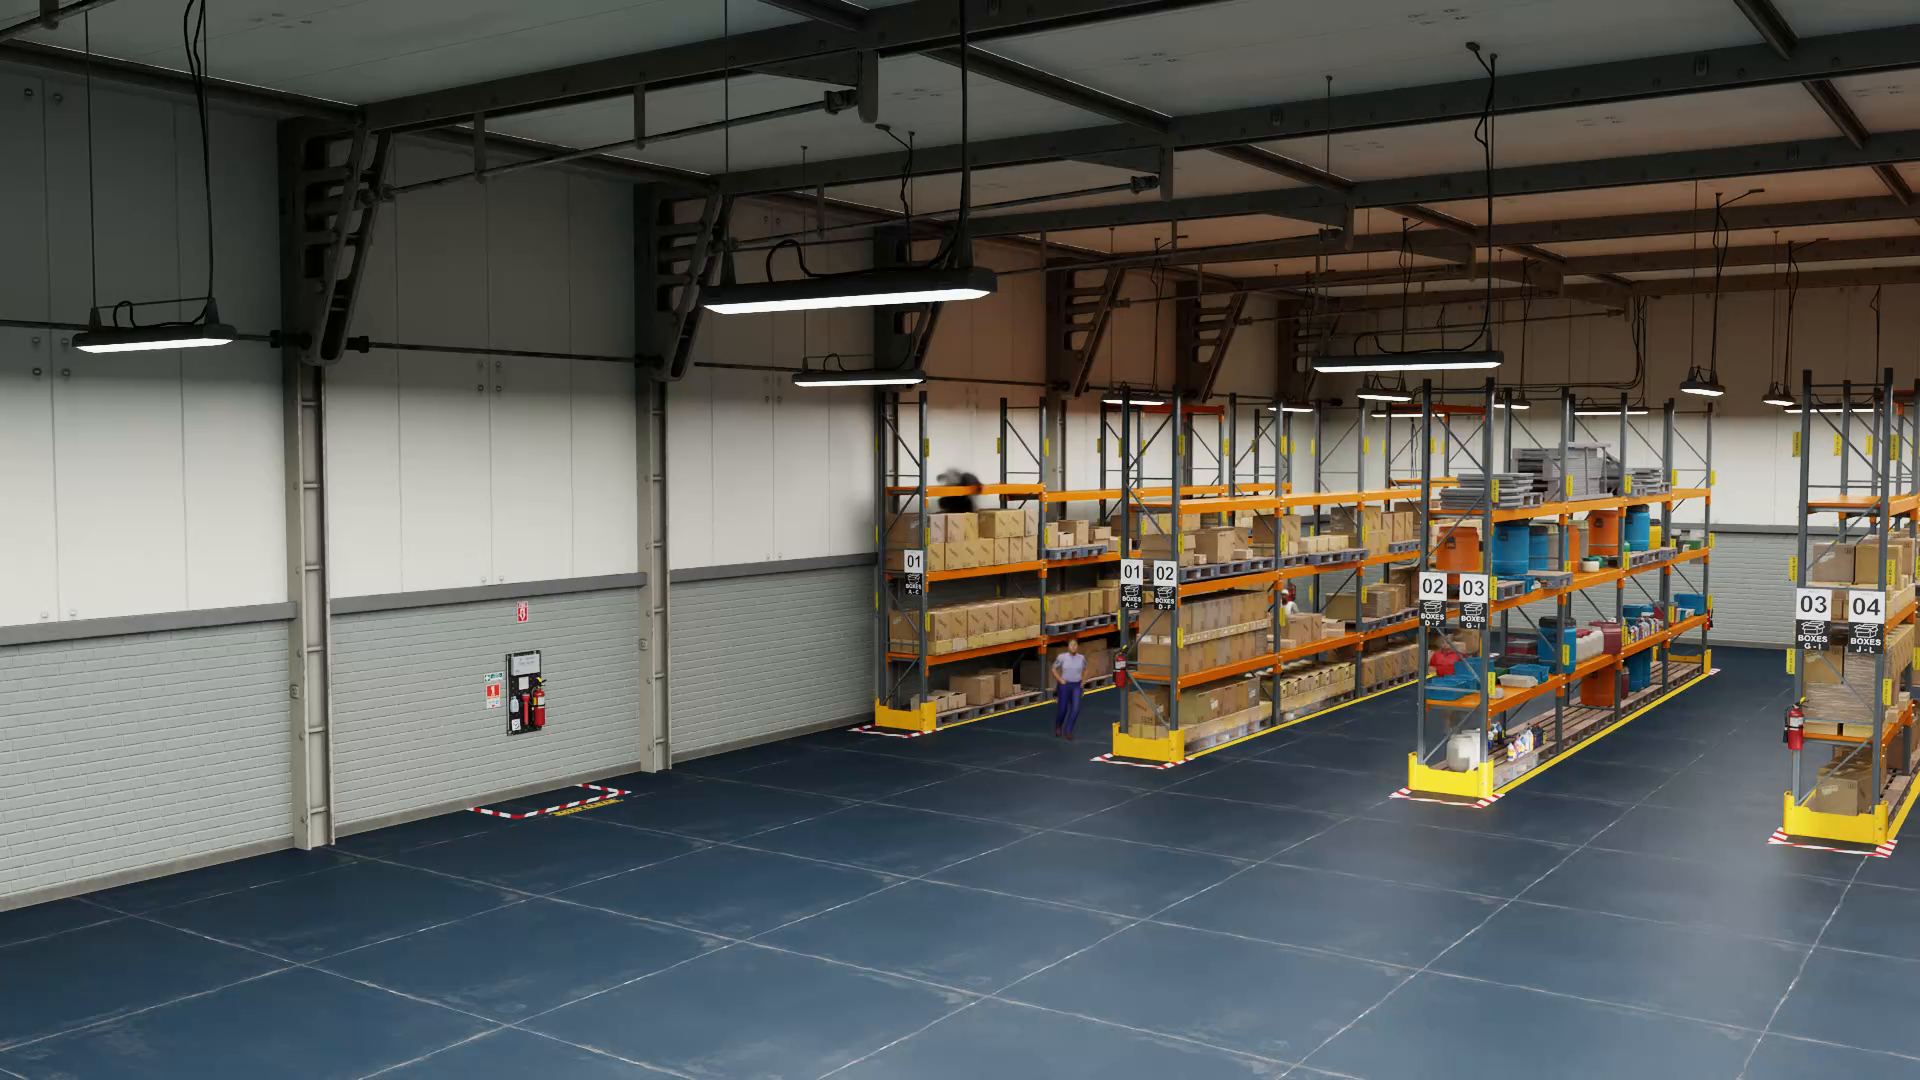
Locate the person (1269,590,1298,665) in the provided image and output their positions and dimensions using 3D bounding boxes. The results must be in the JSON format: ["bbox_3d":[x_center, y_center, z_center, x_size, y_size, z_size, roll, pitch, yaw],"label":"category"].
[{"bbox_3d":[7.401,2.020,38.072,0.683,1.764,0.795,2,4,27],"label":"person"}]

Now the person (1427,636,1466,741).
[{"bbox_3d":[8.394,2.558,28.712,0.643,1.801,0.819,2,4,36],"label":"person"}]

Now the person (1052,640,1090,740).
[{"bbox_3d":[1.814,2.434,27.093,0.627,1.611,0.550,0,3,-7],"label":"person"}]
